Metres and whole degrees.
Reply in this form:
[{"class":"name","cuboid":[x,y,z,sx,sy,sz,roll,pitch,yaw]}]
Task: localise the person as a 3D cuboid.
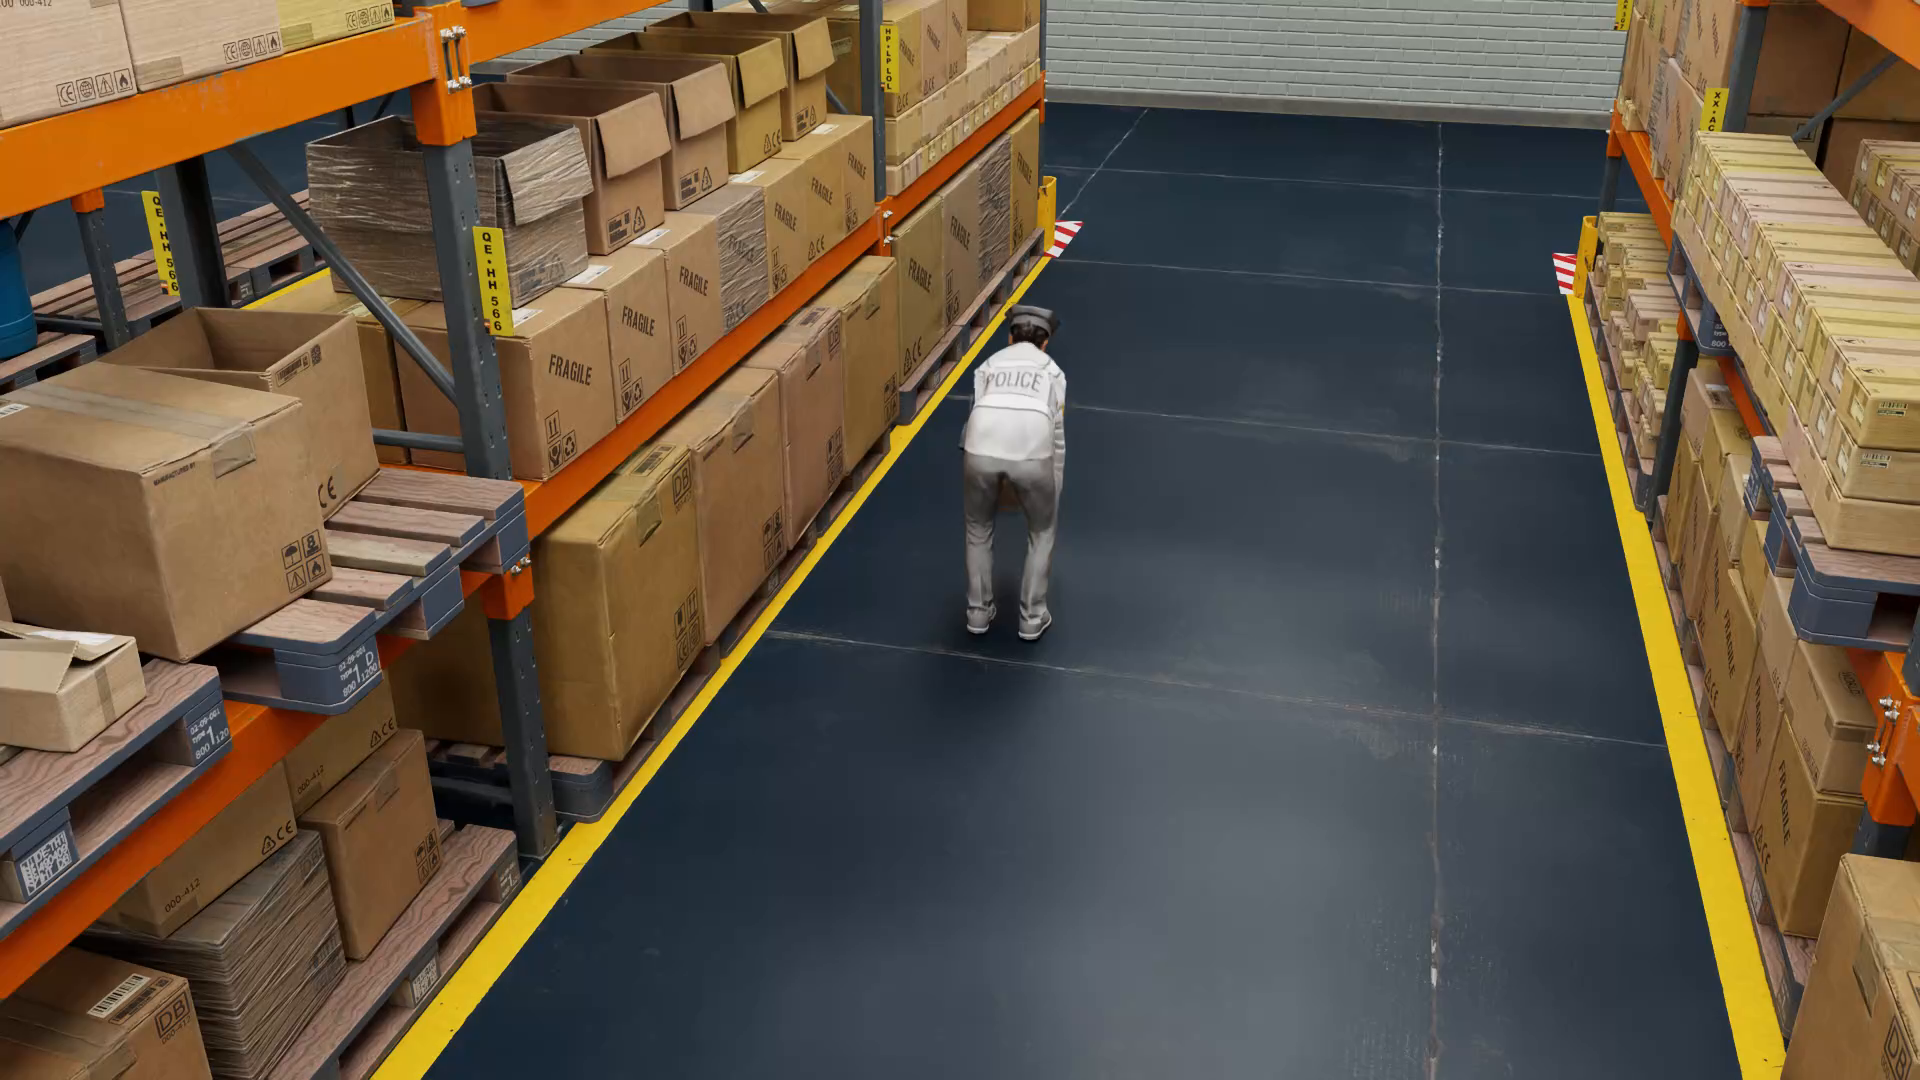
[{"class":"person","cuboid":[0.248,-0.306,7.174,0.410,1.307,0.887,5,26,11]}]
